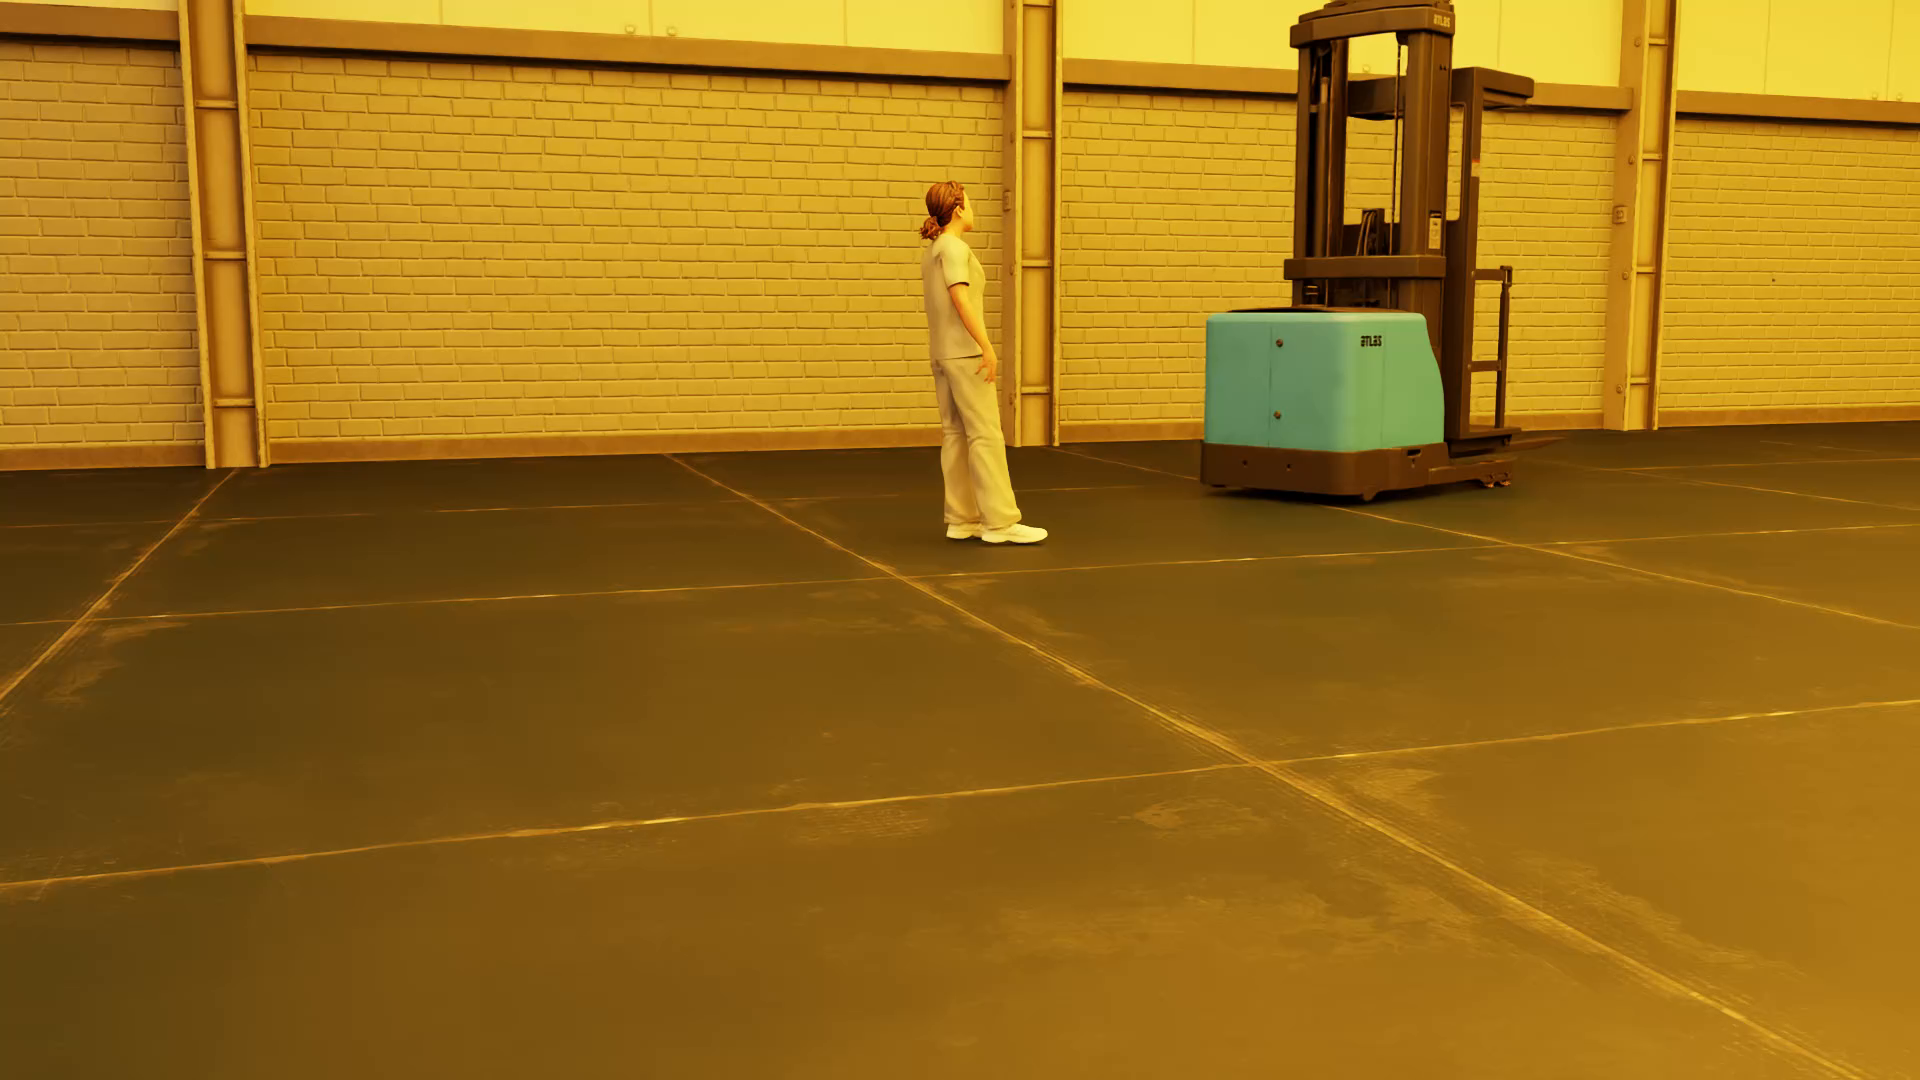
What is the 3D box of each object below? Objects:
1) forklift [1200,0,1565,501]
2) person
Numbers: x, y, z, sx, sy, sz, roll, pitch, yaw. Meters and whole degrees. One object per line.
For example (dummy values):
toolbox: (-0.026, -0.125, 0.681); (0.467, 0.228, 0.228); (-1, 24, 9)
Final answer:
forklift: (2.832, -1.815, 10.394); (3.031, 2.935, 1.130); (-8, 11, -44)
person: (0.075, -0.839, 7.820); (0.548, 1.673, 0.549); (-3, 8, -18)
